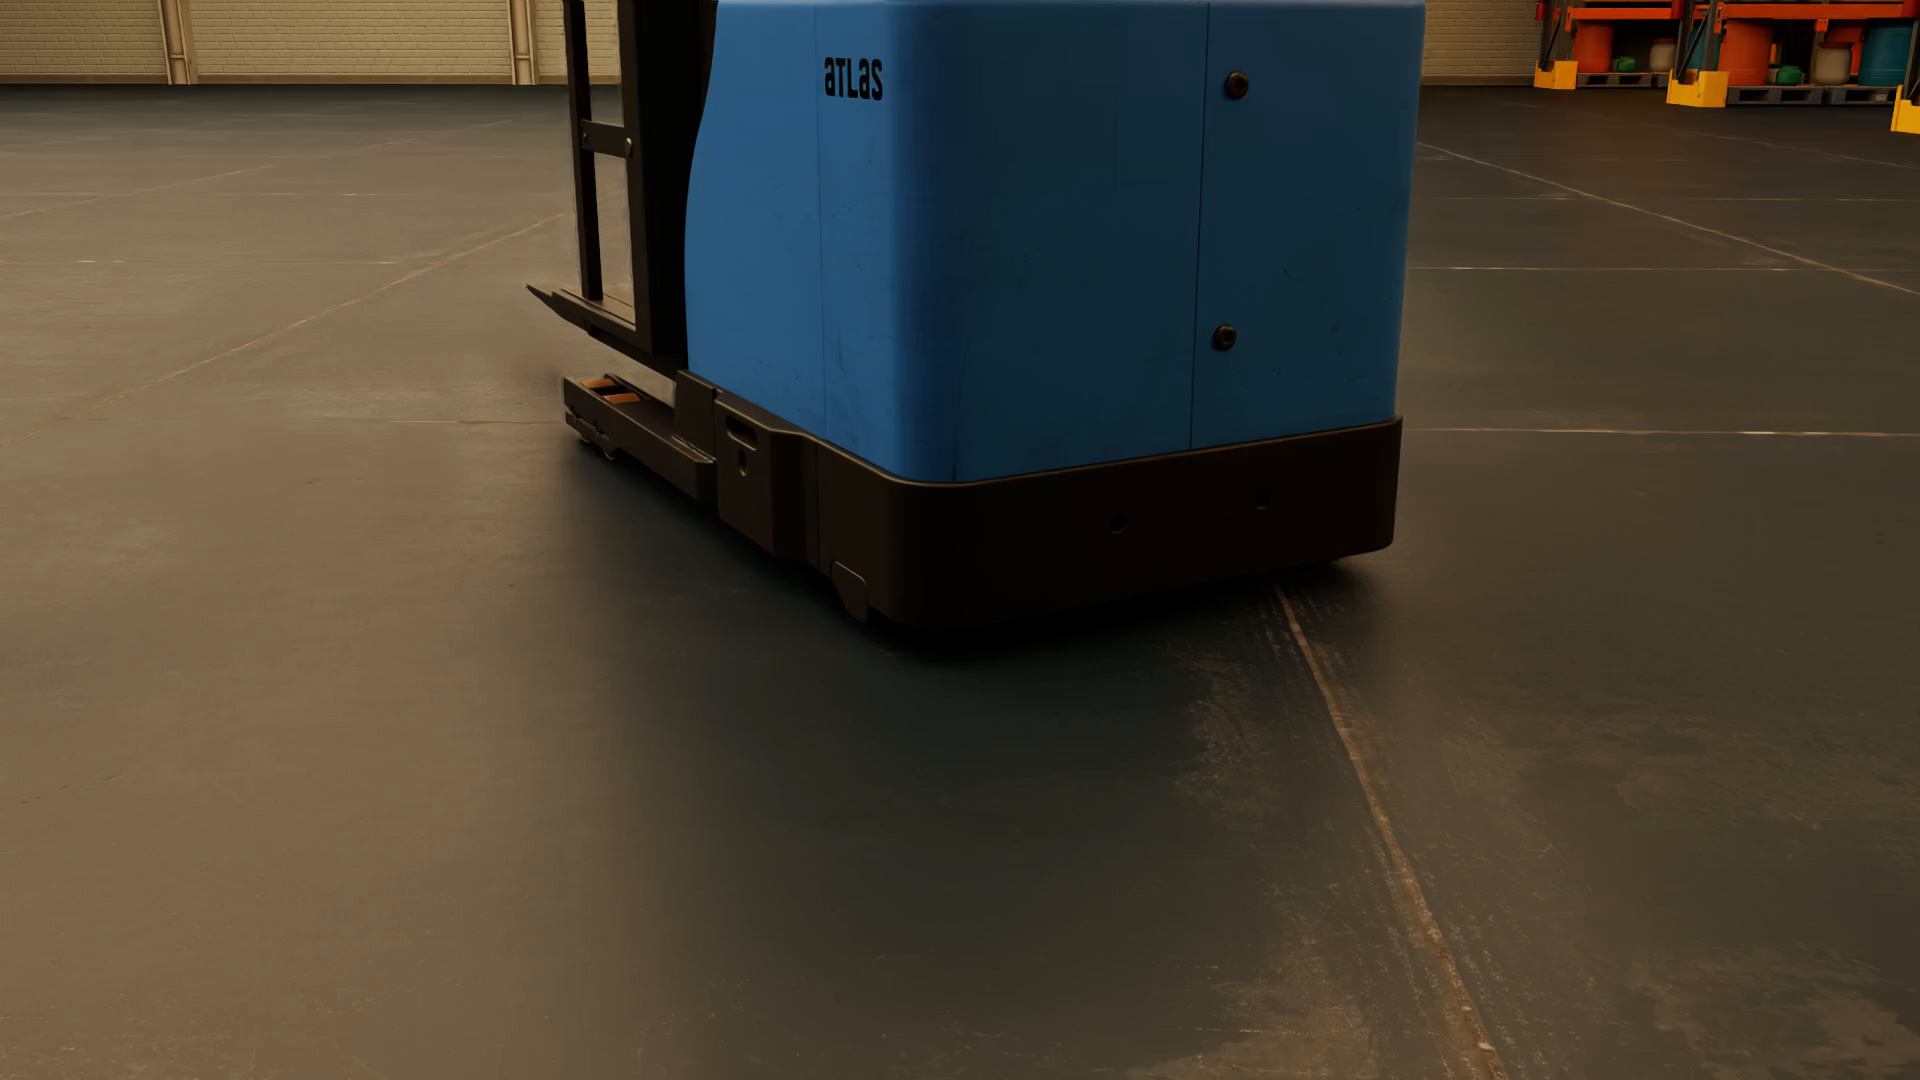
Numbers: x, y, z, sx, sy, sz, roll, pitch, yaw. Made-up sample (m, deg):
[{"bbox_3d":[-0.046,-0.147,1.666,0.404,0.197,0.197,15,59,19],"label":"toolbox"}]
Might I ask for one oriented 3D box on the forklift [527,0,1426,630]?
[{"bbox_3d":[-0.332,-1.644,3.723,1.130,2.935,3.031,-9,19,-27],"label":"forklift"}]
